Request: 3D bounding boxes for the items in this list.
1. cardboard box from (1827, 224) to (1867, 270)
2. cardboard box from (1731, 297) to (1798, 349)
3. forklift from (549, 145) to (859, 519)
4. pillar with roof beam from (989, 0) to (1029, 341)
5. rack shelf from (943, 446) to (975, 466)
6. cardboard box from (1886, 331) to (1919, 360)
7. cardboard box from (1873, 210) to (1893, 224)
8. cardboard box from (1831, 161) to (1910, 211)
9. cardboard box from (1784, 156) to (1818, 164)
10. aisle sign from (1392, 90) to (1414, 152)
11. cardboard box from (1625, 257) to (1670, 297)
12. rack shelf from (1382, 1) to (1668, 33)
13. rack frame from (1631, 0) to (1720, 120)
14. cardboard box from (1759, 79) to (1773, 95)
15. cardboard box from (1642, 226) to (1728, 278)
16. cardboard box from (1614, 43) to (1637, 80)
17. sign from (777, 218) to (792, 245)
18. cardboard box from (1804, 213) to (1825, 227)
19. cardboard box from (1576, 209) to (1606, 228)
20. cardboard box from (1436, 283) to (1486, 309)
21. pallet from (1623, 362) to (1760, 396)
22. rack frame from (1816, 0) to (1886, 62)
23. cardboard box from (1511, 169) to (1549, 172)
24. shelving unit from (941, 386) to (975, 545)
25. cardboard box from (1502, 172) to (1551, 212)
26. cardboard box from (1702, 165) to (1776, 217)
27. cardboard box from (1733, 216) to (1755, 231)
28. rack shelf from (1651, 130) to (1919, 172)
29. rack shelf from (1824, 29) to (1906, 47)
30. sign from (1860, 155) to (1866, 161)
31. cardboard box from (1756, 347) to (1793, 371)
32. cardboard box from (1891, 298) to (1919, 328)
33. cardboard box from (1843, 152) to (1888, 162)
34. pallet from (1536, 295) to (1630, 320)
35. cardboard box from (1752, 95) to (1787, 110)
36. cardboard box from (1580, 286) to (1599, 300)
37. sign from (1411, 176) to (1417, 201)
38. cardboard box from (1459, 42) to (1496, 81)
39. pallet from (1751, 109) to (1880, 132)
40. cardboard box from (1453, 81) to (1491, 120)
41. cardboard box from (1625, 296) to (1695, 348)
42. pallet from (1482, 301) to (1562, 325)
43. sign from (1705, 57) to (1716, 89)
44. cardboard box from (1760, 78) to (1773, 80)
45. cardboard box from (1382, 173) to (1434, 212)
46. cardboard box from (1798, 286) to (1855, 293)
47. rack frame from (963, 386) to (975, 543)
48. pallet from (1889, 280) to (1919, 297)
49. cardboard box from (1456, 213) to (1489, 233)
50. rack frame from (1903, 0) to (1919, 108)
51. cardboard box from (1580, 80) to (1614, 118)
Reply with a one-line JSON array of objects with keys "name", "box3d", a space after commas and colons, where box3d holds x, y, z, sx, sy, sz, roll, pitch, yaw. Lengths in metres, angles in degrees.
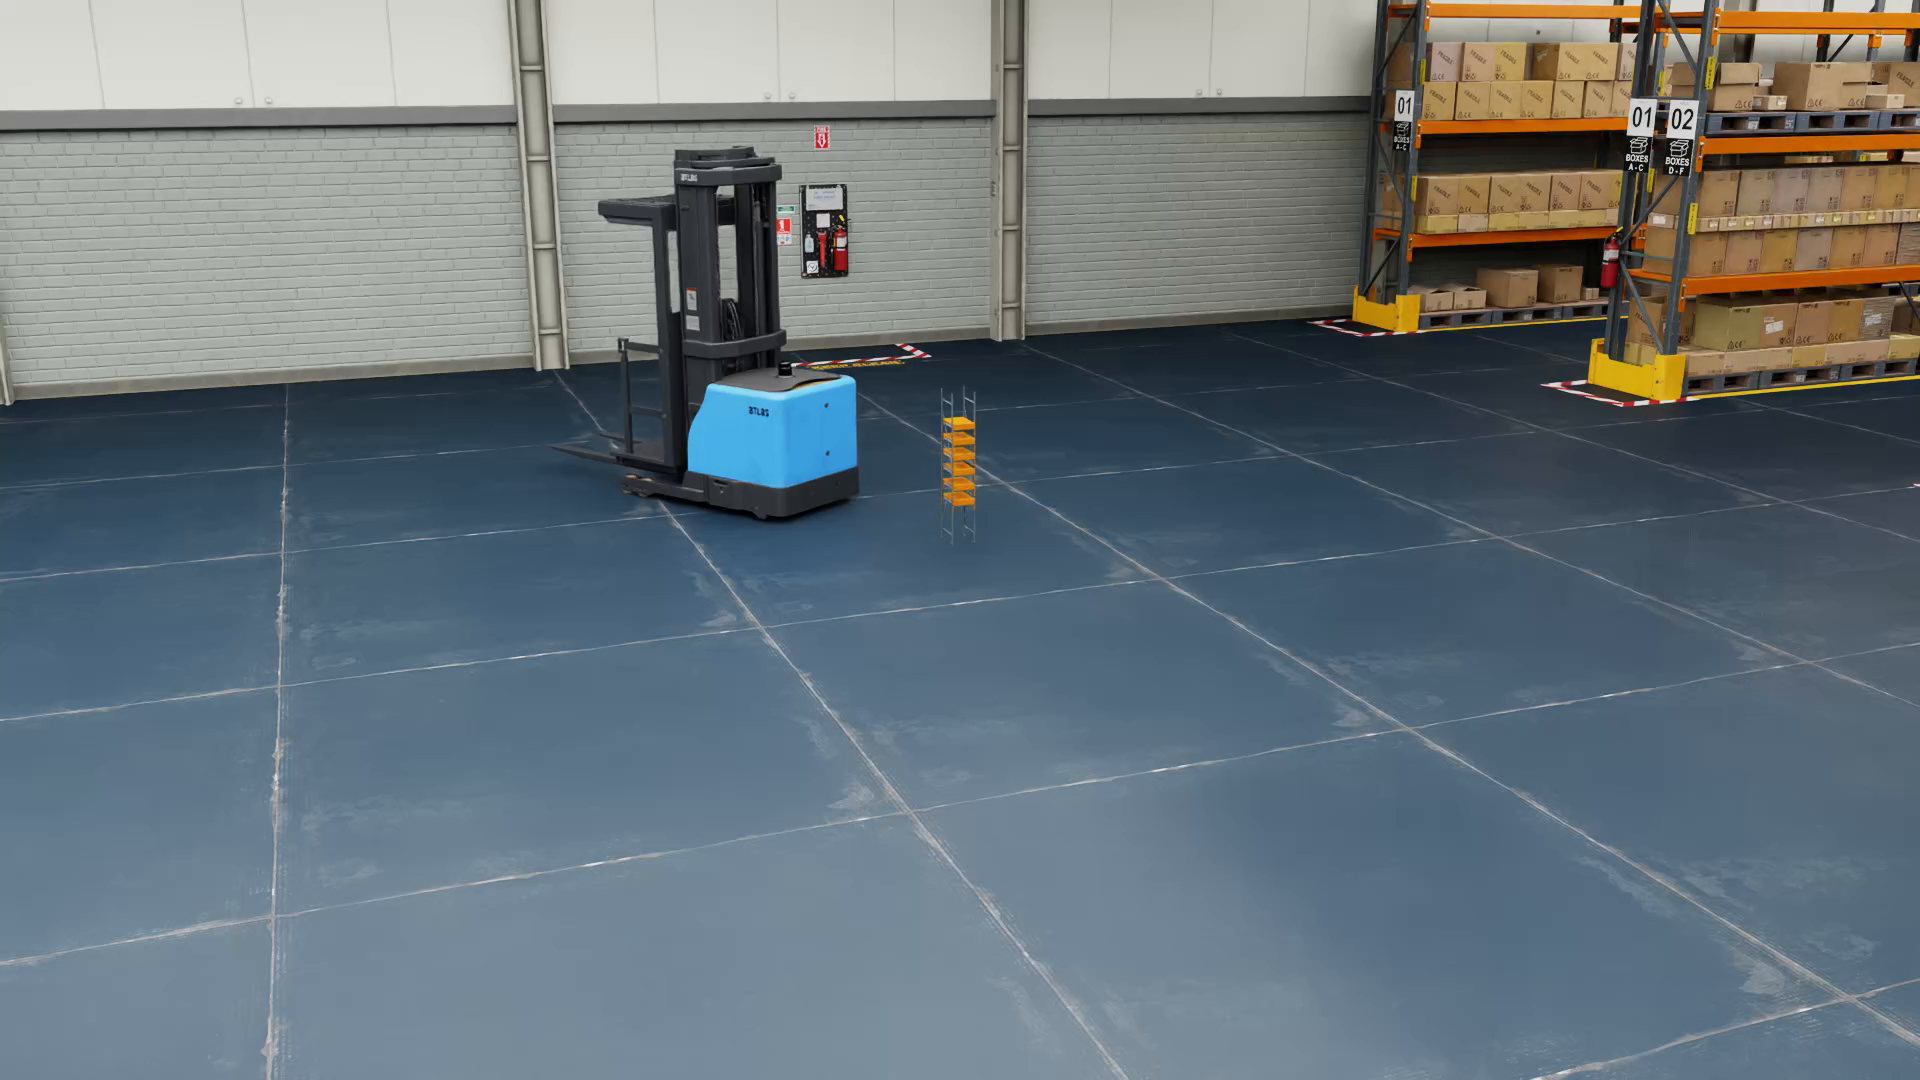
[{"name": "cardboard box", "box3d": [10.031, -3.444, 19.324, 0.500, 0.500, 0.700, -6, 17, -19]}, {"name": "cardboard box", "box3d": [9.177, -2.485, 19.042, 0.500, 0.500, 0.500, -6, 17, -20]}, {"name": "forklift", "box3d": [-2.352, -1.883, 14.308, 3.031, 2.935, 1.130, 12, 20, 34]}, {"name": "pillar with roof beam", "box3d": [2.174, -5.885, 17.168, 0.400, 9.000, 9.100, -6, 17, -20]}, {"name": "rack shelf", "box3d": [-0.014, -0.647, 12.903, 0.180, 0.103, 0.258, -6, 17, -20]}, {"name": "cardboard box", "box3d": [11.049, -2.324, 19.825, 0.500, 0.250, 0.500, -6, 17, -20]}, {"name": "cardboard box", "box3d": [10.506, -3.744, 19.194, 0.250, 0.149, 0.380, -6, 17, -20]}, {"name": "cardboard box", "box3d": [10.520, -4.119, 19.322, 0.500, 0.500, 0.700, -6, 17, -20]}, {"name": "cardboard box", "box3d": [12.756, -5.744, 25.225, 0.250, 0.149, 0.380, -9, 19, -29]}, {"name": "aisle sign", "box3d": [5.932, -5.607, 22.255, 0.004, 0.787, 0.394, -6, 17, -20]}, {"name": "cardboard box", "box3d": [10.309, -3.940, 24.846, 0.500, 0.500, 0.700, -6, 17, -18]}, {"name": "rack shelf", "box3d": [7.760, -7.180, 22.858, 4.000, 0.370, 1.077, -6, 17, -20]}, {"name": "rack frame", "box3d": [7.668, -6.022, 17.633, 0.127, 3.000, 1.000, -6, 17, -20]}, {"name": "cardboard box", "box3d": [9.169, -5.050, 18.812, 0.500, 0.311, 0.500, -4, 17, -14]}, {"name": "cardboard box", "box3d": [8.109, -3.235, 18.613, 0.500, 0.500, 0.700, -6, 17, -20]}, {"name": "cardboard box", "box3d": [9.257, -6.704, 23.293, 0.500, 0.500, 0.500, -8, 18, -25]}, {"name": "sign", "box3d": [-2.241, -3.889, 20.954, 0.234, 0.329, 0.001, -6, 17, -20]}, {"name": "cardboard box", "box3d": [9.547, -3.640, 18.842, 0.250, 0.149, 0.380, -6, 17, -20]}, {"name": "cardboard box", "box3d": [8.825, -4.612, 23.709, 0.500, 0.250, 0.500, -6, 17, -20]}, {"name": "cardboard box", "box3d": [7.103, -3.471, 23.585, 0.500, 0.311, 0.500, -5, 17, -15]}, {"name": "pallet", "box3d": [8.367, -1.893, 19.171, 1.213, 0.211, 1.003, -6, 17, -20]}, {"name": "rack frame", "box3d": [13.363, -8.131, 24.817, 0.127, 3.000, 1.000, -6, 17, -20]}, {"name": "cardboard box", "box3d": [8.162, -5.055, 23.887, 0.500, 0.500, 0.500, -6, 17, -19]}, {"name": "shelving unit", "box3d": [-0.014, -0.574, 12.924, 0.189, 1.200, 0.258, -6, 17, -20]}, {"name": "cardboard box", "box3d": [7.873, -4.865, 23.243, 0.500, 0.500, 0.500, -6, 17, -18]}, {"name": "cardboard box", "box3d": [8.647, -3.917, 18.634, 0.500, 0.500, 0.700, -7, 18, -22]}, {"name": "cardboard box", "box3d": [8.591, -3.537, 18.492, 0.250, 0.149, 0.380, -6, 17, -20]}, {"name": "rack shelf", "box3d": [9.536, -4.439, 18.844, 4.000, 0.370, 1.077, -6, 17, -20]}, {"name": "rack shelf", "box3d": [15.230, -7.796, 25.661, 4.000, 0.370, 1.077, -6, 17, -20]}, {"name": "sign", "box3d": [13.566, -5.628, 25.027, 0.005, 0.325, 0.100, -6, 17, -20]}, {"name": "cardboard box", "box3d": [9.181, -2.123, 19.137, 0.500, 0.250, 0.500, -6, 17, -20]}, {"name": "cardboard box", "box3d": [11.679, -2.814, 20.497, 0.500, 0.311, 0.500, -6, 17, -20]}, {"name": "cardboard box", "box3d": [13.906, -5.794, 25.432, 0.500, 0.250, 0.500, -6, 17, -19]}, {"name": "pallet", "box3d": [9.013, -3.435, 24.419, 1.213, 0.211, 1.003, -6, 17, -20]}, {"name": "cardboard box", "box3d": [8.830, -4.803, 18.258, 0.250, 0.149, 0.380, -6, 17, -20]}, {"name": "cardboard box", "box3d": [9.139, -3.639, 24.415, 0.250, 0.166, 0.380, -9, 18, -27]}, {"name": "sign", "box3d": [6.087, -4.719, 22.307, 0.005, 0.325, 0.100, -6, 17, -20]}, {"name": "cardboard box", "box3d": [6.825, -6.435, 22.376, 0.500, 0.500, 0.500, -6, 18, -21]}, {"name": "pallet", "box3d": [9.479, -4.729, 18.710, 1.213, 0.211, 1.003, -6, 17, -20]}, {"name": "cardboard box", "box3d": [6.808, -5.956, 22.519, 0.500, 0.500, 0.500, -5, 17, -16]}, {"name": "cardboard box", "box3d": [8.063, -2.518, 19.152, 0.500, 0.500, 0.500, -6, 17, -20]}, {"name": "pallet", "box3d": [7.872, -3.310, 23.997, 1.213, 0.211, 1.003, -6, 17, -20]}, {"name": "sign", "box3d": [7.861, -4.893, 17.422, 0.005, 0.325, 0.100, -6, 17, -20]}, {"name": "cardboard box", "box3d": [12.119, -6.645, 24.860, 0.637, 0.503, 0.797, -4, 17, -12]}, {"name": "cardboard box", "box3d": [6.256, -4.847, 23.180, 0.500, 0.500, 0.500, -6, 18, -21]}, {"name": "cardboard box", "box3d": [10.394, -2.772, 20.017, 0.500, 0.500, 0.500, -6, 17, -20]}, {"name": "rack frame", "box3d": [0.072, -0.583, 12.956, 0.006, 1.200, 0.240, -6, 17, -20]}, {"name": "pallet", "box3d": [15.263, -4.096, 26.673, 1.213, 0.211, 1.003, -6, 17, -20]}, {"name": "cardboard box", "box3d": [6.941, -4.406, 23.008, 0.500, 0.250, 0.500, -7, 18, -22]}, {"name": "rack frame", "box3d": [11.404, -6.425, 19.006, 0.127, 3.000, 1.000, -6, 17, -20]}, {"name": "cardboard box", "box3d": [8.768, -6.183, 23.292, 0.500, 0.500, 0.500, -8, 18, -25]}]
